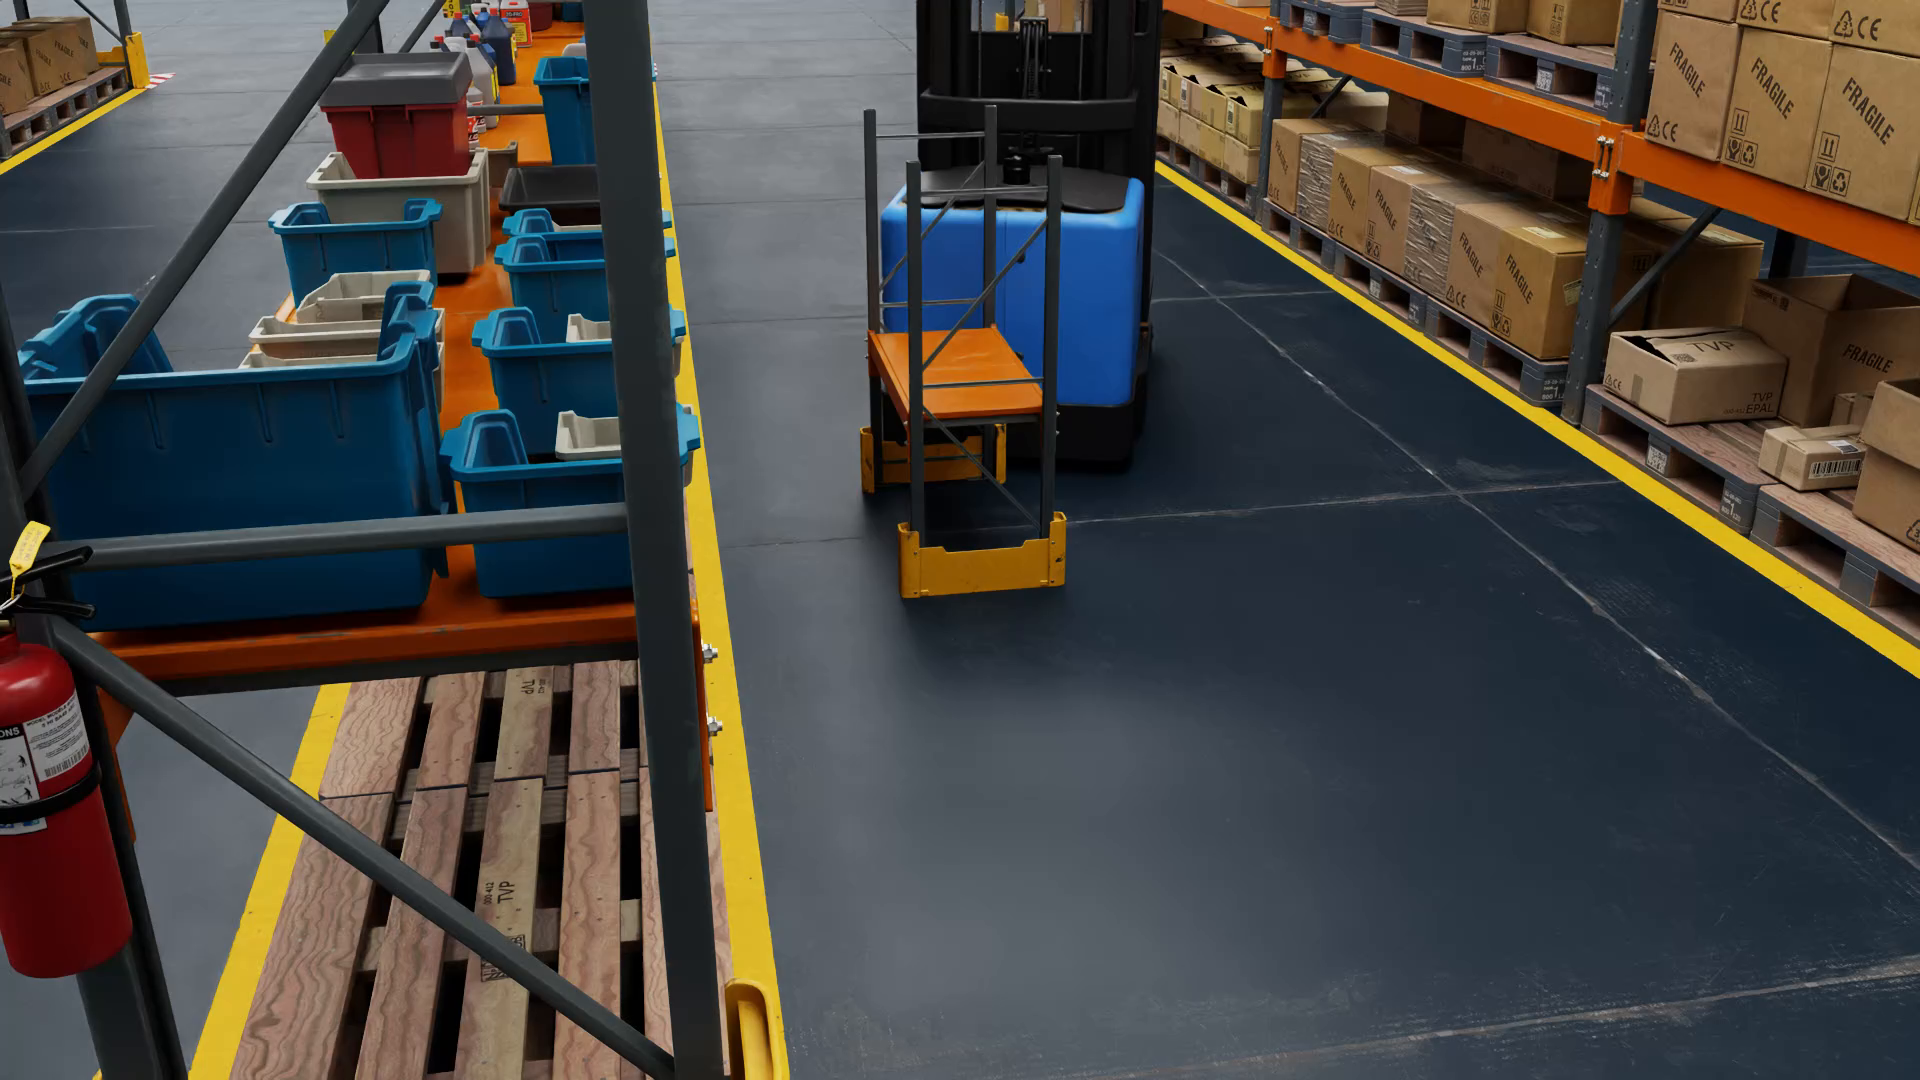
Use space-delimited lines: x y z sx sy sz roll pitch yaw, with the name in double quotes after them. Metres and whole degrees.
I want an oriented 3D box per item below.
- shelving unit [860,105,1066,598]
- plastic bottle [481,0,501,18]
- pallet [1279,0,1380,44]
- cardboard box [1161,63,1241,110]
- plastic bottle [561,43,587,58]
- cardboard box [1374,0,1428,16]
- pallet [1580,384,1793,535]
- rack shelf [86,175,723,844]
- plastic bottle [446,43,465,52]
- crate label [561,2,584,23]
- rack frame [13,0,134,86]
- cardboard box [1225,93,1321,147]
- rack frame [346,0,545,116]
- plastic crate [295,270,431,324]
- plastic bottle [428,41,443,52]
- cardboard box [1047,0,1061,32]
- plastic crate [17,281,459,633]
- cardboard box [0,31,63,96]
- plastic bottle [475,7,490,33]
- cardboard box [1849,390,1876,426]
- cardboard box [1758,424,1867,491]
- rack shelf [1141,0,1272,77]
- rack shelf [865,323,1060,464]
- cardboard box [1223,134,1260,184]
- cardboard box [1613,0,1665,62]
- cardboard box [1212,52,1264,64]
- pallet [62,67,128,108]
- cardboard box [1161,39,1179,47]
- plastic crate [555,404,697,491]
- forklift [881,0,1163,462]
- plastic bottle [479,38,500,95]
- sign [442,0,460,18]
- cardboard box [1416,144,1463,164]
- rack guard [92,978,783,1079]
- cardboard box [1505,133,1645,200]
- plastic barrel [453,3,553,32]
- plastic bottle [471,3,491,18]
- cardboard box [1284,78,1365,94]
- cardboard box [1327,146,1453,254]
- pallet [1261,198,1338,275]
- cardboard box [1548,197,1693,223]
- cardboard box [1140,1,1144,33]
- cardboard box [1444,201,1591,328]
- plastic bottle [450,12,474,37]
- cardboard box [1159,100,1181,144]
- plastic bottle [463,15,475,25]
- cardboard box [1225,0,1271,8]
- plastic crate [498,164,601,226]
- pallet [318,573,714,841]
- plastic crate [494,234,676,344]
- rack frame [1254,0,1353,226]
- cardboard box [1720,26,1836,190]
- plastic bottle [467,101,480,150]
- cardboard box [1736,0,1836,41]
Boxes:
-0.014 -0.717 6.018 0.587 1.500 1.083 -4 24 -10 "shelving unit"
-2.637 -2.893 9.280 0.152 0.276 0.135 -4 24 -10 "plastic bottle"
2.664 -3.159 9.976 1.213 0.211 1.003 -4 24 -10 "pallet"
1.847 -3.486 12.694 0.500 0.311 0.500 -4 24 -8 "cardboard box"
-1.691 -2.077 7.412 0.152 0.276 0.135 -4 24 -10 "plastic bottle"
2.678 -3.134 9.028 0.700 0.500 0.500 0 24 0 "cardboard box"
3.335 -0.387 6.873 1.003 0.211 1.213 -4 24 -10 "pallet"
-1.289 -0.454 4.440 1.077 0.370 4.000 -4 24 -10 "rack shelf"
-2.235 -2.039 7.327 0.152 0.276 0.135 -4 24 -10 "plastic bottle"
-2.317 -3.571 10.633 0.502 0.435 0.616 -4 24 -10 "crate label"
-8.746 -5.924 16.065 1.000 3.000 0.127 -4 24 -10 "rack frame"
2.131 -2.886 11.320 0.500 0.311 0.500 -4 24 -8 "cardboard box"
-1.659 -1.570 6.097 1.000 3.000 0.127 -4 24 -10 "rack frame"
-1.436 -0.549 4.013 0.298 0.136 0.250 -4 24 -10 "plastic crate"
-2.151 -1.885 6.880 0.144 0.351 0.185 -4 24 -10 "plastic bottle"
1.146 -5.114 16.185 0.500 0.500 0.500 -4 24 -10 "cardboard box"
-1.165 -0.158 2.746 0.616 0.435 0.499 -4 24 -10 "plastic crate"
-8.405 -4.244 14.817 0.500 0.500 0.500 -2 24 -5 "cardboard box"
-2.497 -2.665 8.766 0.097 0.271 0.097 0 24 0 "plastic bottle"
3.732 -0.407 6.243 0.500 0.311 0.500 -4 24 -10 "cardboard box"
3.244 -0.318 6.220 0.380 0.166 0.250 -4 24 -10 "cardboard box"
2.100 -3.966 12.481 1.077 0.370 4.000 -4 24 -10 "rack shelf"
-0.016 -0.556 6.099 0.538 0.185 1.000 -4 24 -10 "rack shelf"
2.133 -2.630 11.435 0.500 0.250 0.500 -4 24 -8 "cardboard box"
3.342 -2.376 7.294 0.700 0.500 0.500 -13 27 -27 "cardboard box"
2.279 -3.733 13.259 0.500 0.311 0.500 -4 24 -10 "cardboard box"
-8.616 -4.294 15.817 1.003 0.211 1.213 -4 24 -10 "pallet"
1.562 -4.090 14.078 0.500 0.311 0.500 -4 24 -10 "cardboard box"
-0.620 -0.157 3.117 0.250 0.136 0.298 -4 24 -10 "plastic crate"
0.384 -2.220 7.671 1.130 2.935 3.031 3 24 7 "forklift"
-2.159 -2.145 7.575 0.097 0.271 0.097 0 24 0 "plastic bottle"
-2.938 -3.175 9.568 0.100 0.325 0.005 -4 24 -10 "sign"
2.969 -2.011 9.679 0.500 0.500 0.500 -5 24 -12 "cardboard box"
-0.902 1.157 2.976 1.175 0.500 0.348 -4 24 -10 "rack guard"
3.175 -1.937 8.573 0.500 0.250 0.500 -4 24 -10 "cardboard box"
-2.782 -3.366 10.039 0.600 0.536 0.708 -4 24 -10 "plastic barrel"
-2.551 -2.711 8.864 0.152 0.276 0.135 -4 24 -10 "plastic bottle"
2.556 -3.132 11.883 0.500 0.311 0.500 -5 24 -11 "cardboard box"
2.463 -1.961 9.567 0.500 0.500 0.500 -5 24 -10 "cardboard box"
2.571 -1.934 10.415 1.003 0.211 1.213 -4 24 -10 "pallet"
3.250 -1.409 8.301 0.500 0.500 0.500 -4 24 -9 "cardboard box"
1.852 -4.760 15.374 0.500 0.500 0.500 -4 24 -10 "cardboard box"
2.753 -1.359 8.188 0.500 0.500 0.500 -4 24 -10 "cardboard box"
-2.354 -2.318 7.872 0.144 0.351 0.185 -4 24 -10 "plastic bottle"
1.846 -3.233 12.814 0.500 0.250 0.500 -4 24 -9 "cardboard box"
-2.489 -2.518 8.427 0.097 0.271 0.097 0 24 0 "plastic bottle"
2.032 -3.727 11.349 0.380 0.149 0.250 -4 24 -10 "cardboard box"
-1.188 -1.051 5.178 0.437 0.125 0.590 -4 24 -10 "plastic crate"
-1.256 0.475 4.899 1.003 0.211 1.213 -4 24 -10 "pallet"
-0.885 -0.587 3.980 0.416 0.233 0.300 -4 24 -10 "plastic crate"
2.470 -3.509 10.536 1.000 3.000 0.127 -4 24 -10 "rack frame"
3.134 -1.559 5.948 0.500 0.500 0.500 -4 24 -9 "cardboard box"
-1.931 -1.627 6.475 0.097 0.201 0.097 0 24 0 "plastic bottle"
3.116 -2.030 5.777 0.500 0.500 0.500 -5 24 -11 "cardboard box"
